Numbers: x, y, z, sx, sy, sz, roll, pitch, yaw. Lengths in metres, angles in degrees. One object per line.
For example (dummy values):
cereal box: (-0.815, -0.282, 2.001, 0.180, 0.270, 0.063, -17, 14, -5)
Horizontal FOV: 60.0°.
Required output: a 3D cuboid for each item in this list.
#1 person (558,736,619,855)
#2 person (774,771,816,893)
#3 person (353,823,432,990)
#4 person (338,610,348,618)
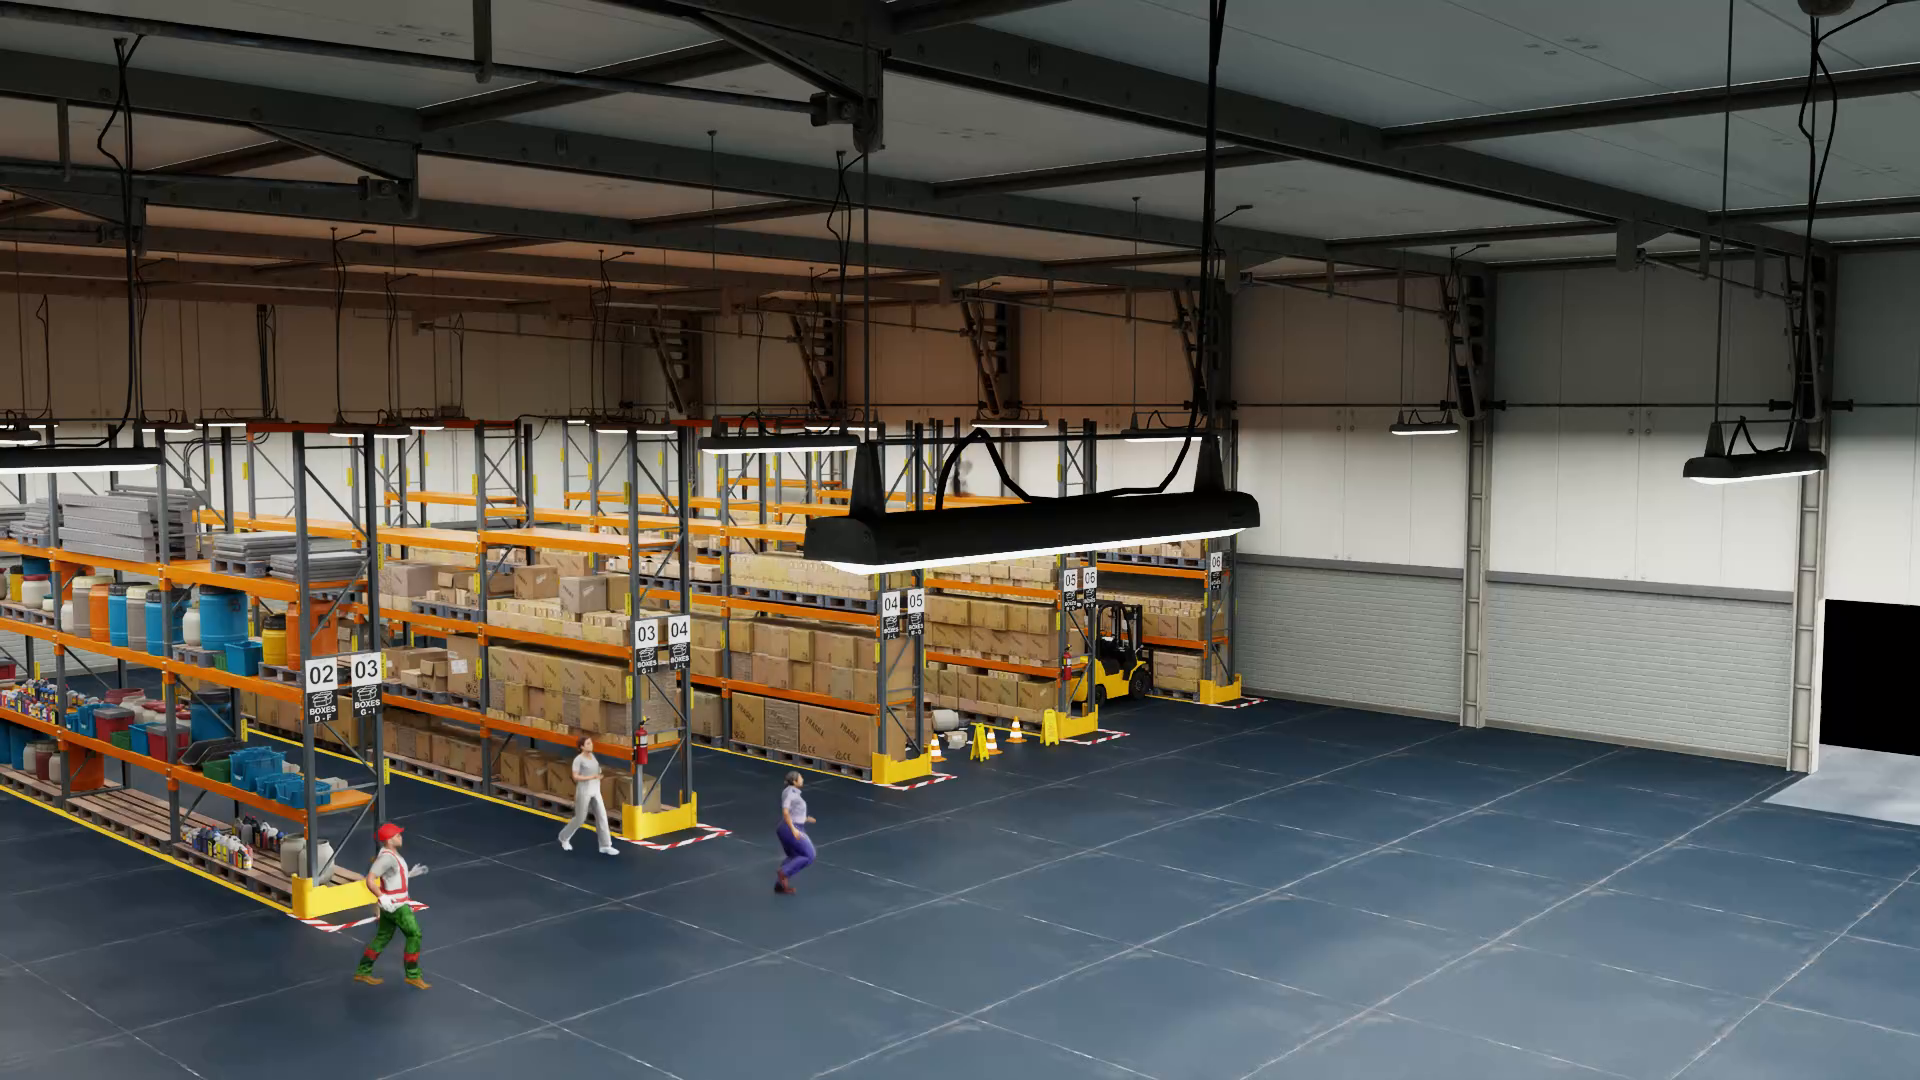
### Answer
person: (-5.195, 3.564, 23.377, 0.987, 1.629, 0.592, 3, 5, 32)
person: (-2.120, 3.775, 21.524, 0.579, 1.599, 0.595, -2, 5, -20)
person: (-6.124, 3.965, 17.911, 0.806, 1.846, 0.650, -2, 5, -24)
person: (-14.073, 2.384, 37.821, 0.707, 1.718, 0.717, 0, 5, -5)
